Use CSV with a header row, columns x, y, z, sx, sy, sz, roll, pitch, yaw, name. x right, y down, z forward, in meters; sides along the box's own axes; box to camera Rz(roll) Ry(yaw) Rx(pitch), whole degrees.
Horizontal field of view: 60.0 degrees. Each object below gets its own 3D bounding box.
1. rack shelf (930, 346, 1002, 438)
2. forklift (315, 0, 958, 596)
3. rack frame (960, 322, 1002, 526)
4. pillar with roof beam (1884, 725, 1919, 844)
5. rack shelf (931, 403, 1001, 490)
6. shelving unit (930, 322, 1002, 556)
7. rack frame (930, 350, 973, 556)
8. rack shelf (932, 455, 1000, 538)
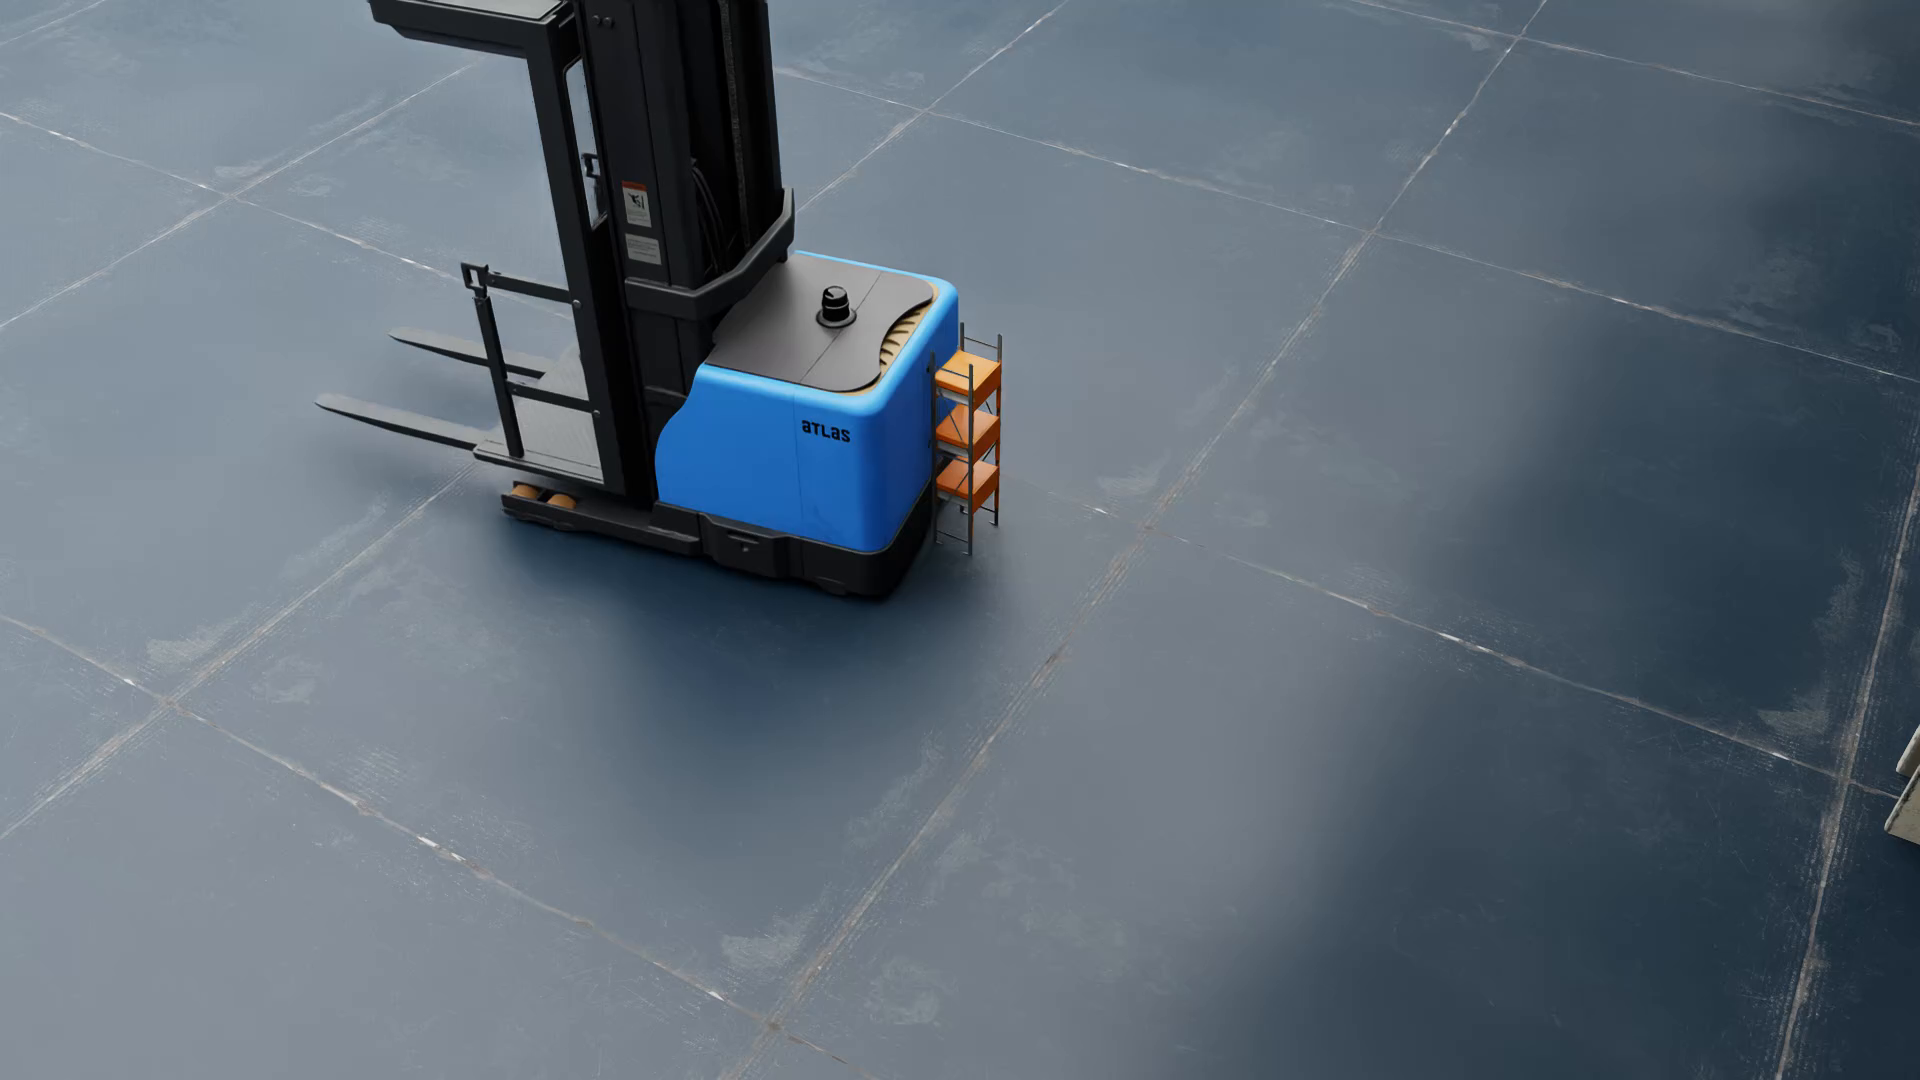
x,y,z,sx,sy,sz,roll,pitch,yaw,name
0.027,-0.630,7.073,0.215,0.259,0.240,21,45,22,rack shelf
-1.565,-1.456,7.001,3.031,2.935,1.130,14,43,15,forklift
0.088,-0.494,7.333,0.200,1.050,0.008,21,45,22,rack frame
0.013,-3.758,5.024,9.100,9.000,0.400,21,45,22,pillar with roof beam
0.027,-0.417,7.260,0.215,0.259,0.240,21,45,22,rack shelf
0.027,-0.425,7.253,0.215,1.050,0.252,21,45,22,shelving unit
-0.034,-0.355,7.174,0.200,1.050,0.008,21,45,22,rack frame
0.027,-0.208,7.444,0.215,0.259,0.240,21,45,22,rack shelf
